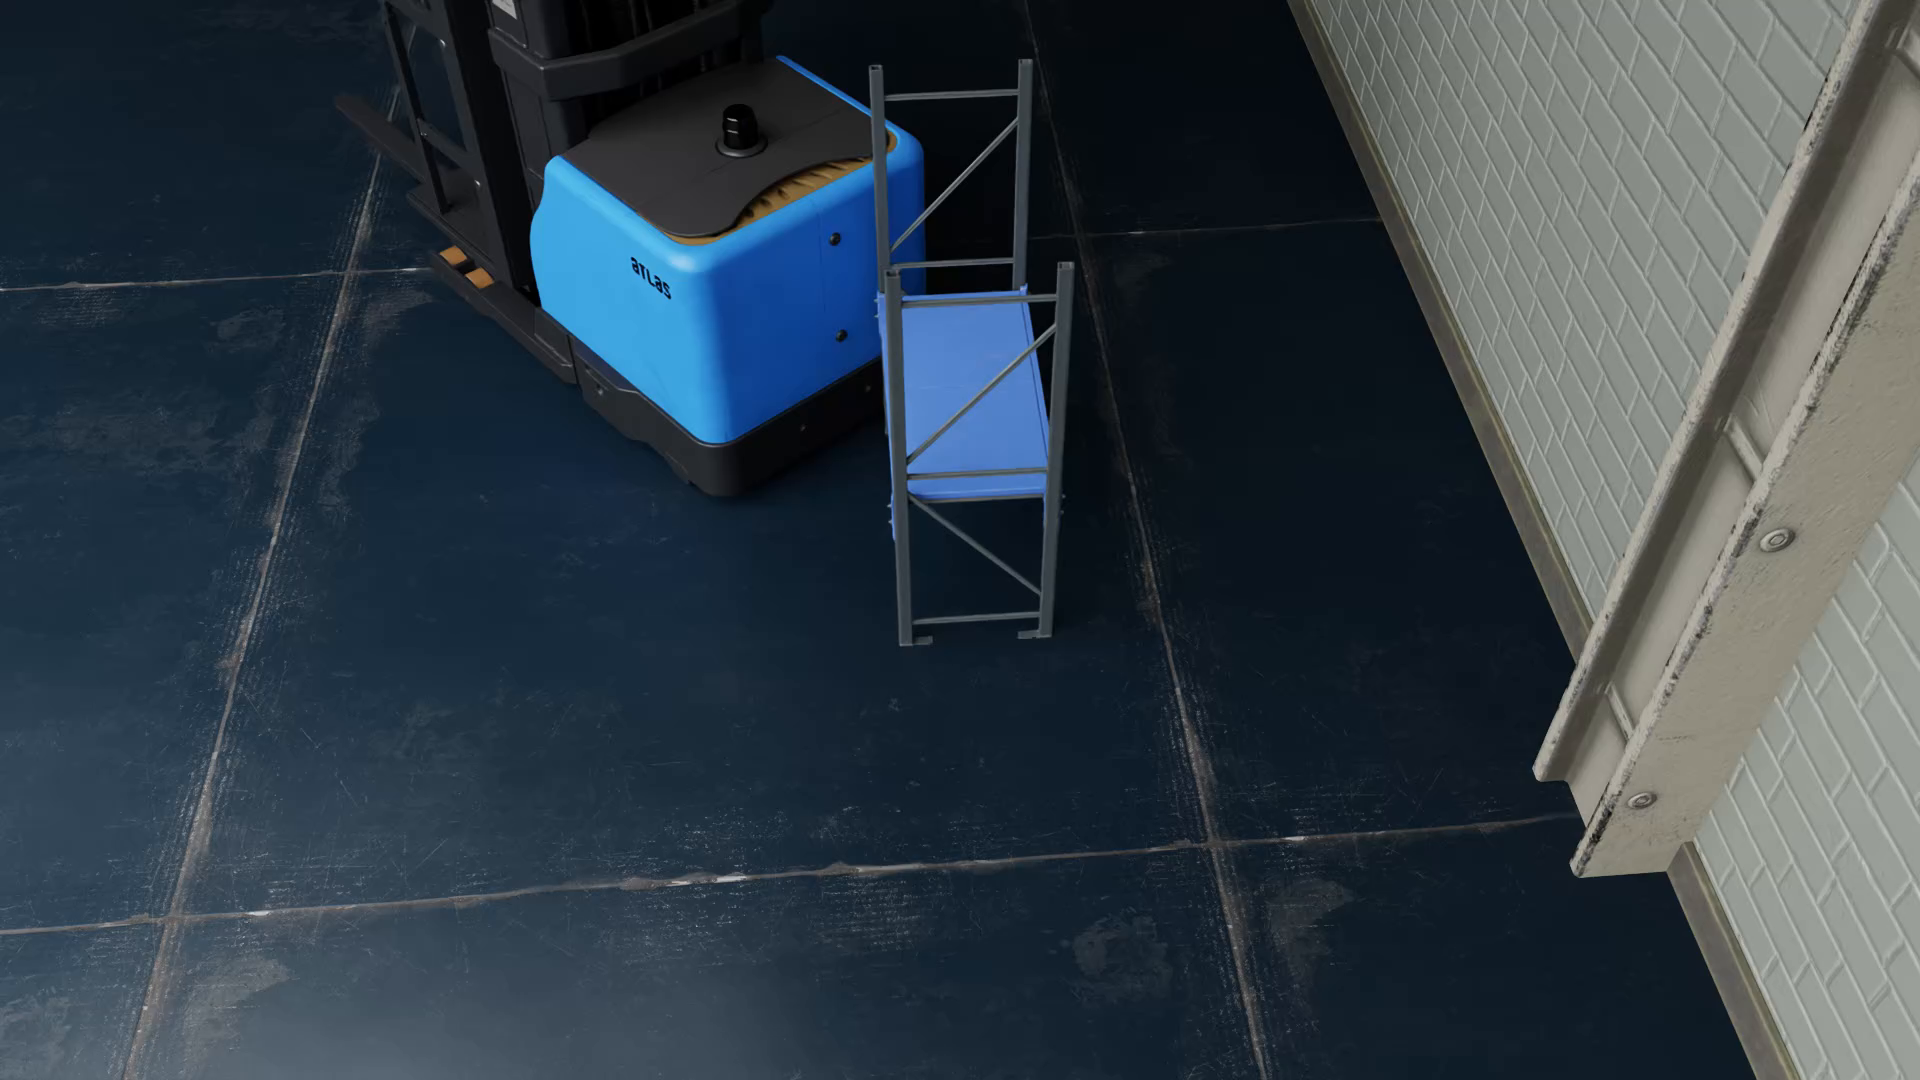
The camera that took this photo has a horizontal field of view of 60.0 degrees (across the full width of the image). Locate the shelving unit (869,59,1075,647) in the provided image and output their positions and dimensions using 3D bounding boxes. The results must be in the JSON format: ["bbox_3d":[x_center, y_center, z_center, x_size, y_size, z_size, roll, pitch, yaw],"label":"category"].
[{"bbox_3d":[0.012,-0.561,5.248,0.538,1.500,1.048,-3,47,-3],"label":"shelving unit"}]

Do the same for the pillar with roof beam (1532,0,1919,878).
[{"bbox_3d":[-2.368,-2.007,1.452,9.100,9.000,0.400,-3,47,-3],"label":"pillar with roof beam"}]

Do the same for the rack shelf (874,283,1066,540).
[{"bbox_3d":[0.012,-0.437,5.379,0.538,0.185,1.000,-3,47,-3],"label":"rack shelf"}]

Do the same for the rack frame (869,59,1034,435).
[{"bbox_3d":[-0.027,-0.929,5.596,0.500,1.500,0.032,-3,47,-3],"label":"rack frame"}]

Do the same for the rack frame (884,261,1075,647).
[{"bbox_3d":[0.052,-0.193,4.899,0.500,1.500,0.032,-3,47,-3],"label":"rack frame"}]

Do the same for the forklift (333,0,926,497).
[{"bbox_3d":[-1.472,-2.143,5.761,1.130,2.935,3.031,-34,55,-28],"label":"forklift"}]
